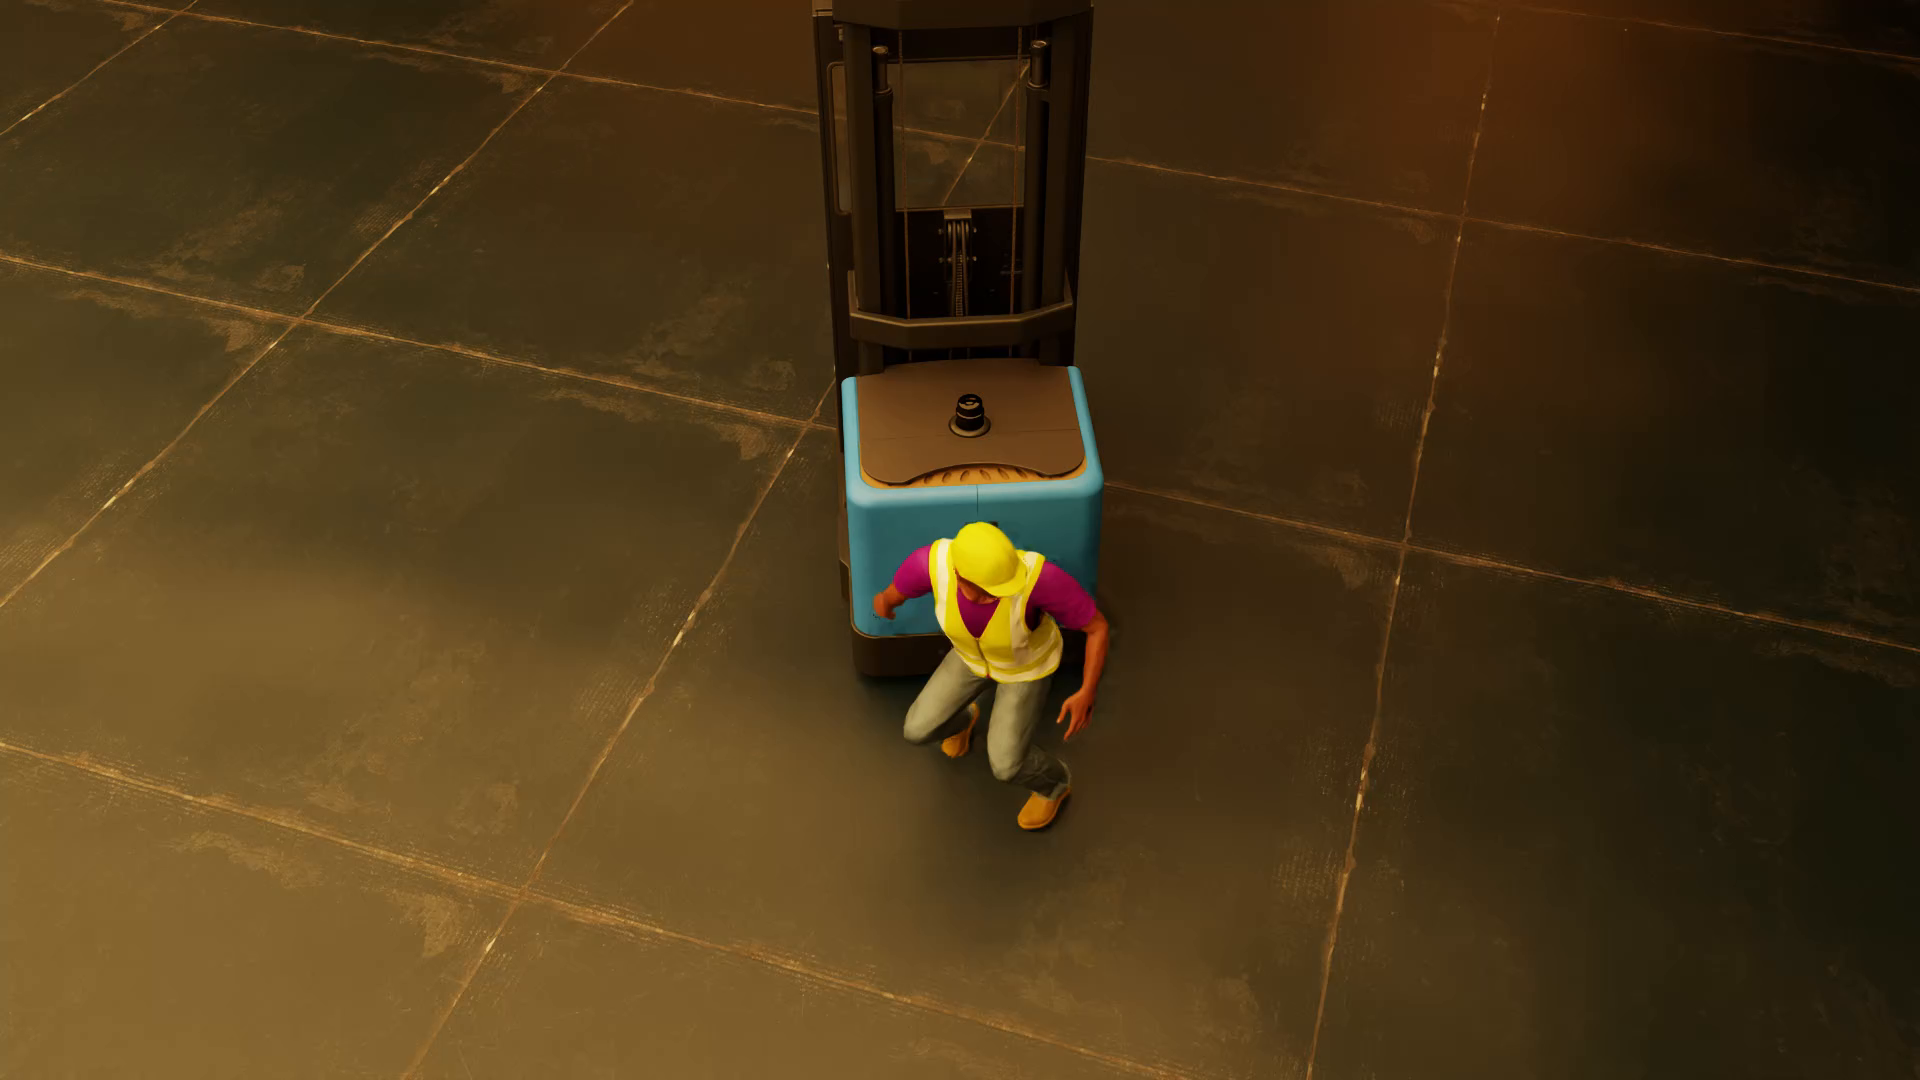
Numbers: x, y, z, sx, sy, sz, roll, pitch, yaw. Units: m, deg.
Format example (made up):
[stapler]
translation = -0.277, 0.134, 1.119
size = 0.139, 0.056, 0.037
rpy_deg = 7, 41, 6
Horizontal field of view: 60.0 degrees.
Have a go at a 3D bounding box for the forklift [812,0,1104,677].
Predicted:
[forklift]
translation = -0.048, -1.486, 7.287
size = 1.130, 2.935, 3.031
rpy_deg = -3, 43, -3

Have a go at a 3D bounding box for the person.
[person]
translation = 0.071, 0.448, 6.244
size = 1.042, 1.641, 0.507
rpy_deg = 20, 47, 20
